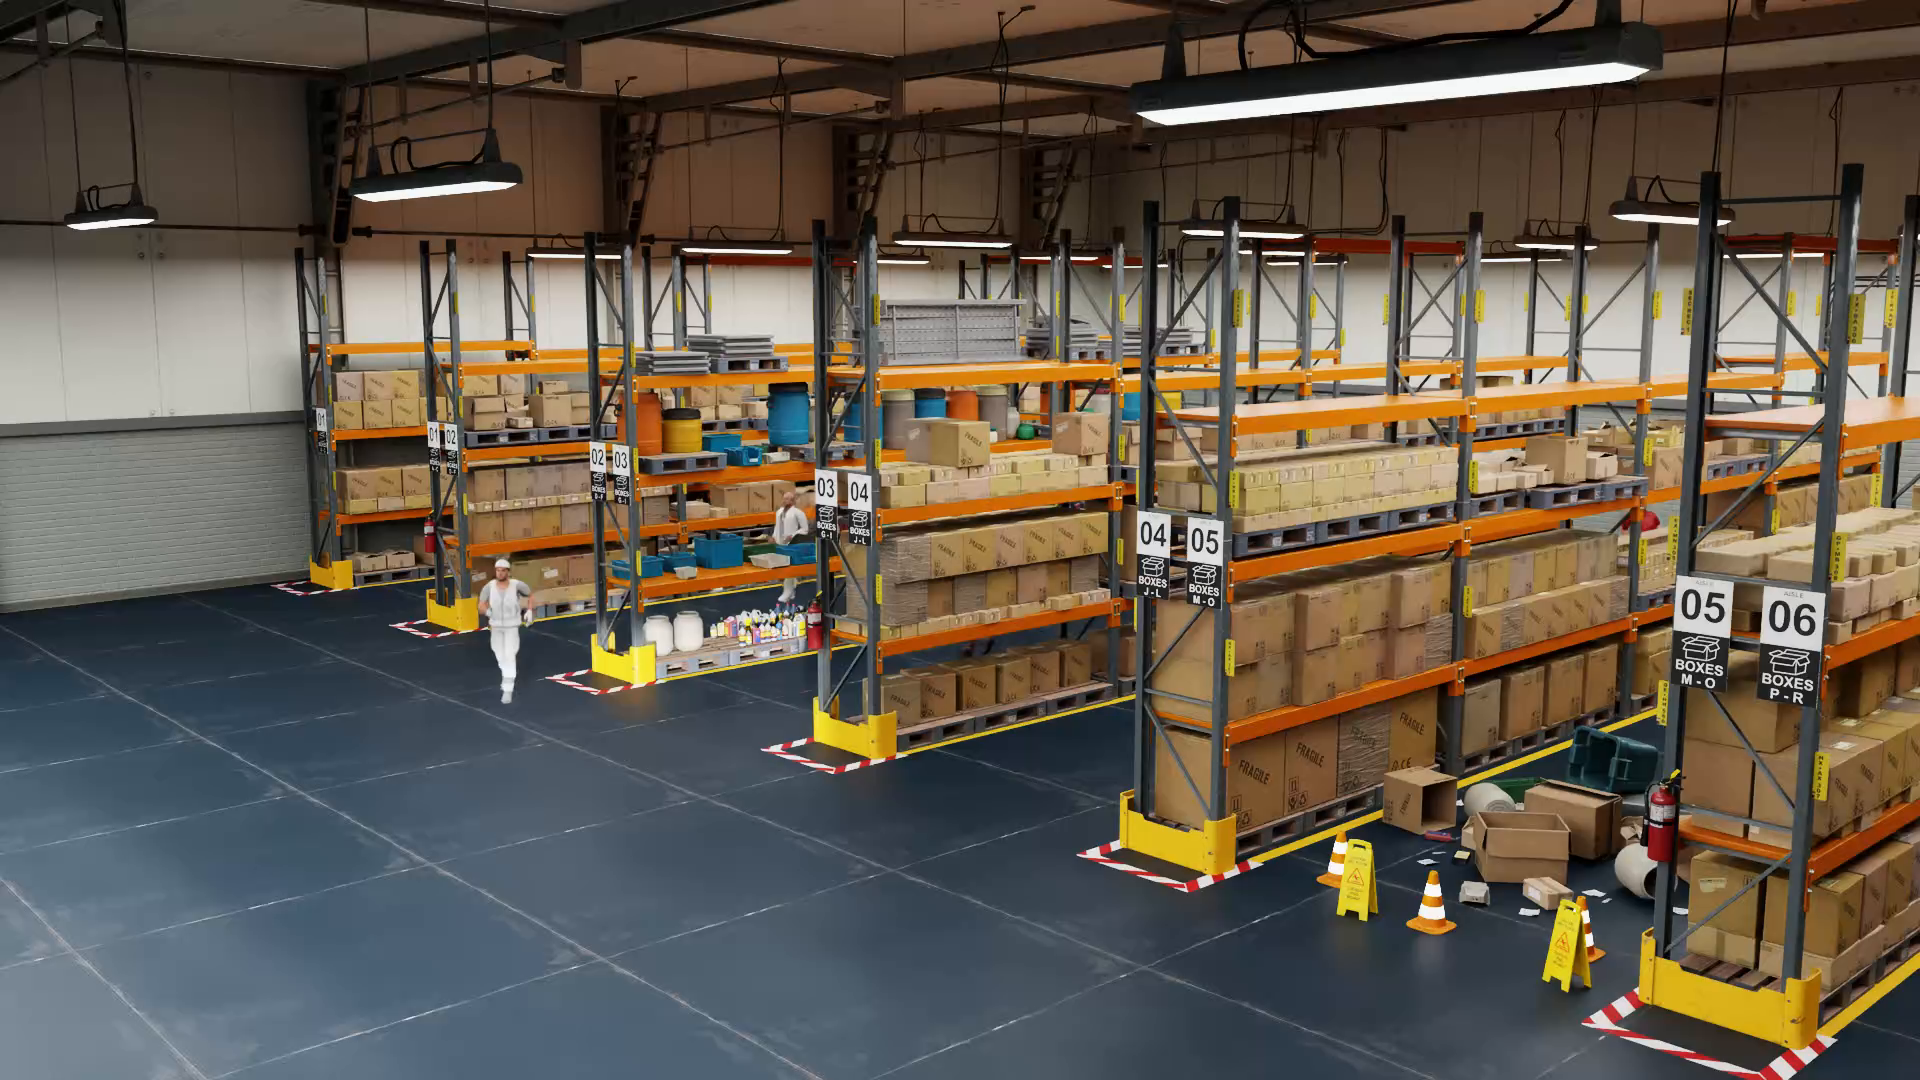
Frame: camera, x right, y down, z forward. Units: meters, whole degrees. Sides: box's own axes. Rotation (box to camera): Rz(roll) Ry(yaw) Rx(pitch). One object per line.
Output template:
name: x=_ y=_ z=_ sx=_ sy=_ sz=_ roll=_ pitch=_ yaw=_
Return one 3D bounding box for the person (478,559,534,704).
person: x=-5.863 y=1.134 z=21.468 sx=0.680 sy=1.811 sz=0.878 roll=0 pitch=8 yaw=-2

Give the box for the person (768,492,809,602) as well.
person: x=-2.748 y=0.100 z=26.793 sx=0.709 sy=1.748 sz=0.640 roll=6 pitch=10 yaw=35

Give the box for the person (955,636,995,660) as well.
person: x=0.198 y=0.733 z=22.400 sx=0.657 sy=1.766 sz=0.882 roll=8 pitch=11 yaw=42

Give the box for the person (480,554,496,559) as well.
person: x=-8.073 y=0.192 z=28.317 sx=0.594 sy=1.712 sz=0.638 roll=7 pitch=11 yaw=41

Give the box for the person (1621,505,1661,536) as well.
person: x=11.917 y=0.110 z=29.078 sx=0.713 sy=1.654 sz=0.793 roll=0 pitch=8 yaw=1
